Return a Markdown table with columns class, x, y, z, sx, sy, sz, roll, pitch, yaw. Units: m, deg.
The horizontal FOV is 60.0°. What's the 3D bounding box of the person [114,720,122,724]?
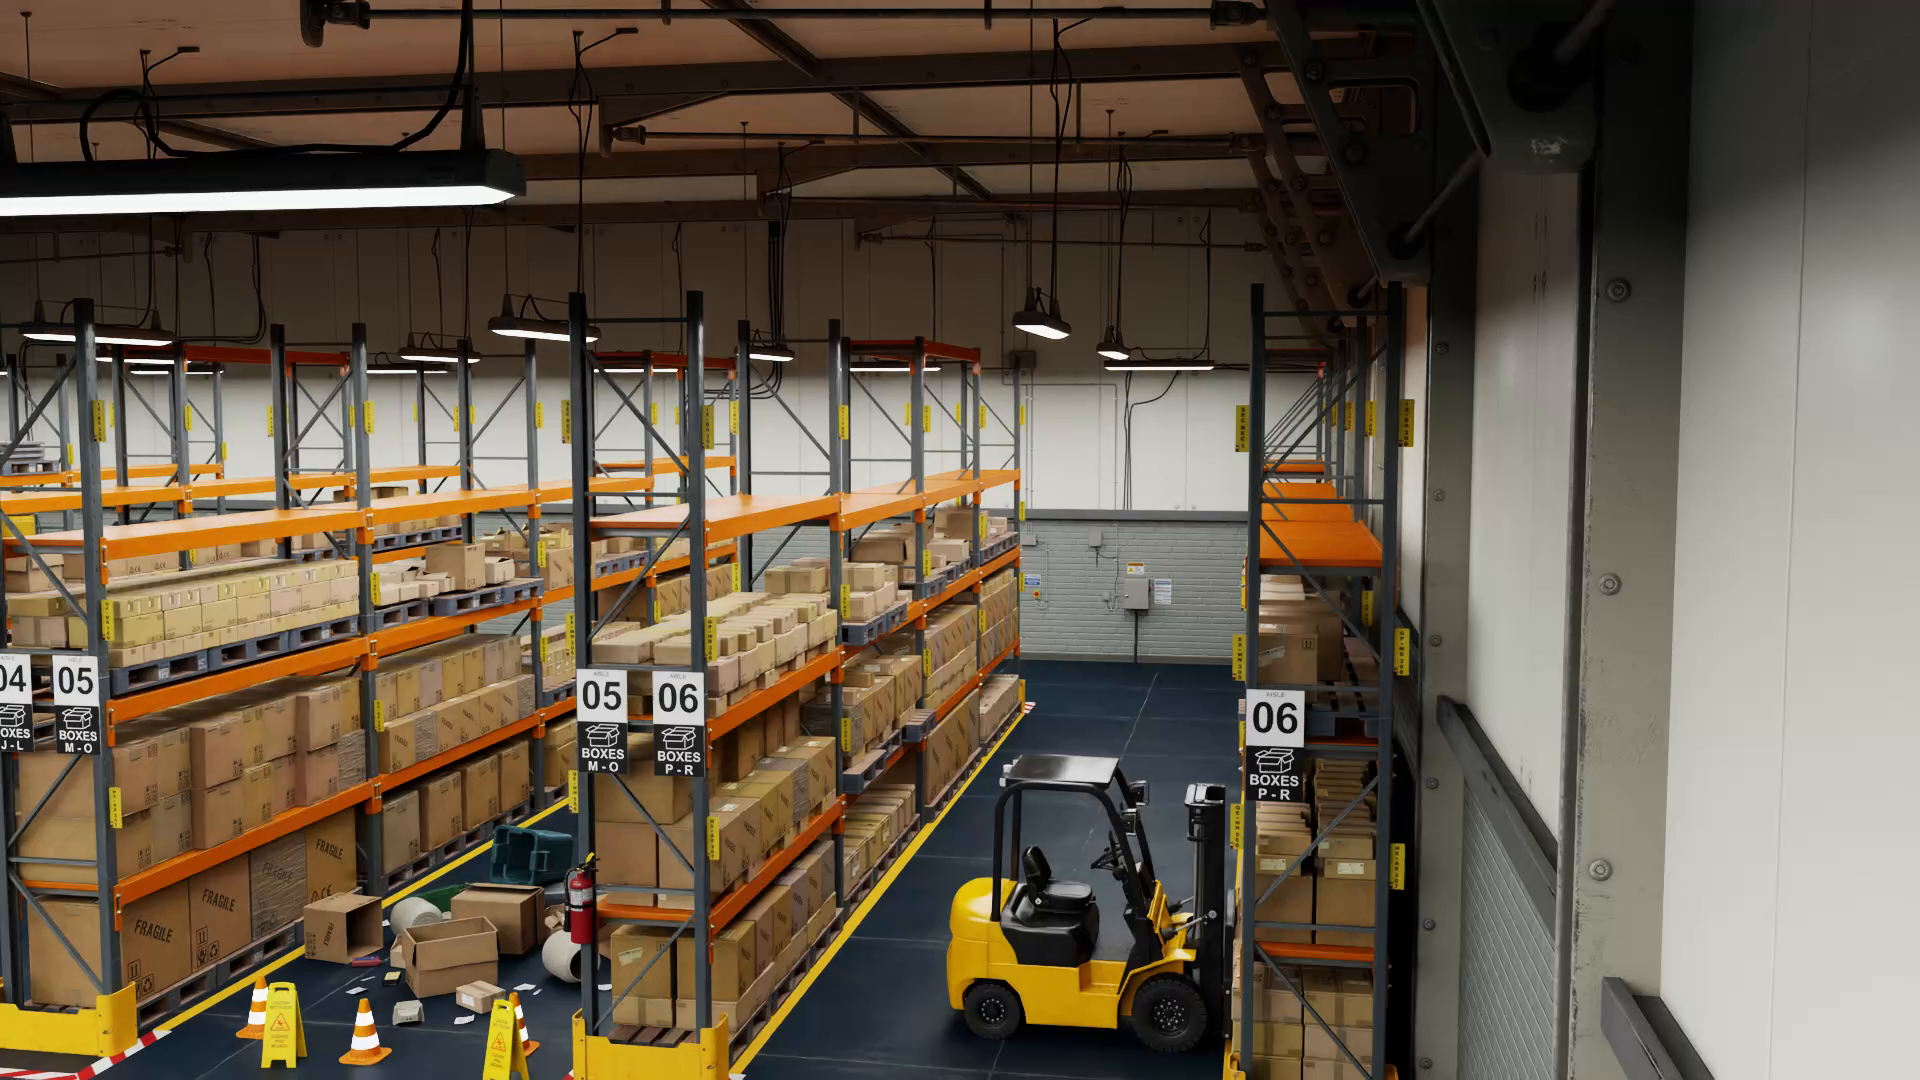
| class | x | y | z | sx | sy | sz | roll | pitch | yaw |
| --- | --- | --- | --- | --- | --- | --- | --- | --- | --- |
| person | -9.517 | 2.773 | 18.681 | 0.600 | 1.729 | 1.095 | -2 | 5 | -19 |
